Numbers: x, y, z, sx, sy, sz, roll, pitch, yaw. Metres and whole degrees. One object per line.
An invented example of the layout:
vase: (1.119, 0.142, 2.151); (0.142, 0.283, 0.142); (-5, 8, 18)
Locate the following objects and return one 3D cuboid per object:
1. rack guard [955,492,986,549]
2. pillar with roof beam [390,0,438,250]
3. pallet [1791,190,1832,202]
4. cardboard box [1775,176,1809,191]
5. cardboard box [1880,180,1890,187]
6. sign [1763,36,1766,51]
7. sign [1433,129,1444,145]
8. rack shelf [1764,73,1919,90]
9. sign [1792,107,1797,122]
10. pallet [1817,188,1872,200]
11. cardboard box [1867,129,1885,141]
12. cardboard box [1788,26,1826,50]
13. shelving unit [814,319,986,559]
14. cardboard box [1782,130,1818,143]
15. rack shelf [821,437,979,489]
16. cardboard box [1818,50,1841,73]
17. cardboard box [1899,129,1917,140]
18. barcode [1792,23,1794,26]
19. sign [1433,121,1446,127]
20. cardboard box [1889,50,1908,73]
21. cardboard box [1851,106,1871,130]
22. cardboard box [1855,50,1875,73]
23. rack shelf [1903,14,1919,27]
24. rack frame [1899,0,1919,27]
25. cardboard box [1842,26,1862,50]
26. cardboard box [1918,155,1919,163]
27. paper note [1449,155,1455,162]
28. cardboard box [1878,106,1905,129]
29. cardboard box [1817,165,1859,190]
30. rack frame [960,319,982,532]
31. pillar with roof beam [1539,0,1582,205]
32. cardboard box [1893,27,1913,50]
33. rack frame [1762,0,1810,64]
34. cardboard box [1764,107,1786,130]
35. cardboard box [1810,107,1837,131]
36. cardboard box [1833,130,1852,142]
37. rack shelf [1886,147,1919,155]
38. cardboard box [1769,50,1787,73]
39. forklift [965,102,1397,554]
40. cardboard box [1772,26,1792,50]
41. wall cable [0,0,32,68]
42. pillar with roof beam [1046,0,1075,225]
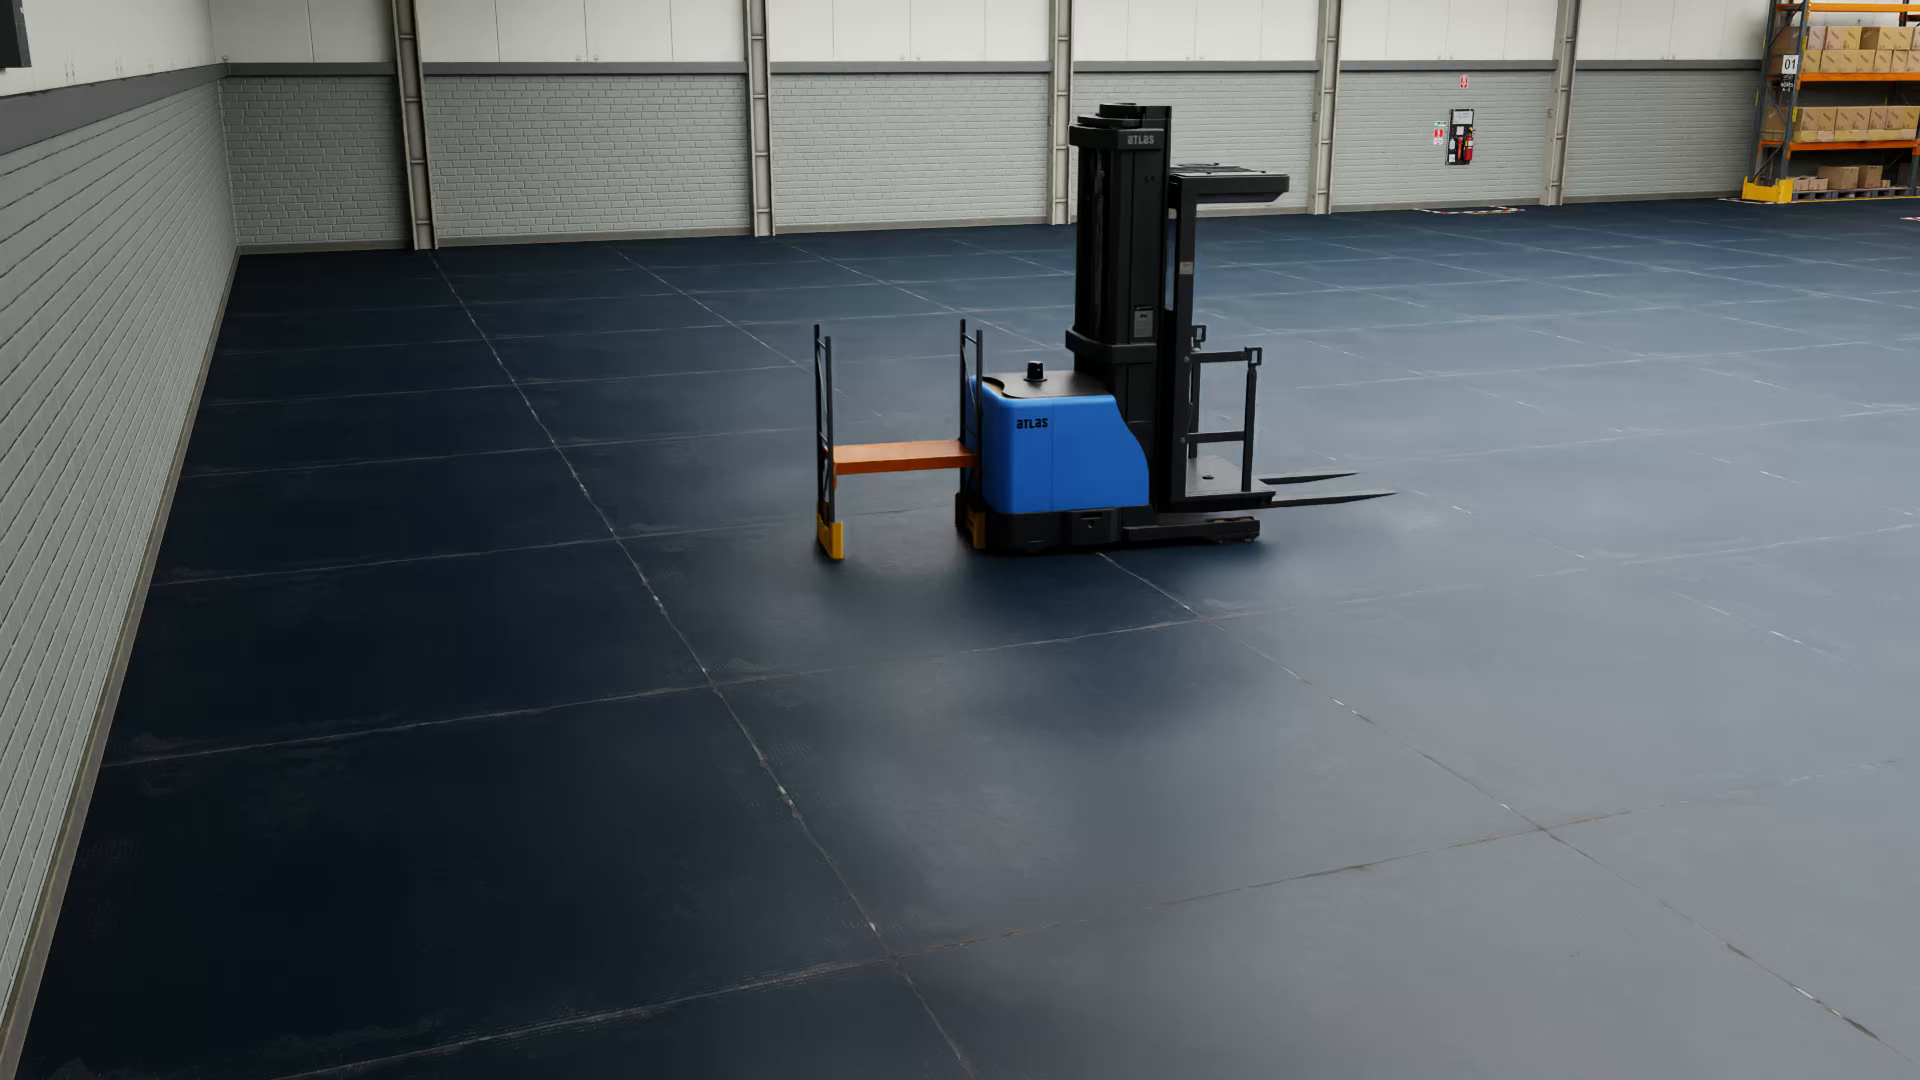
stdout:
rack guard: (0.072, -0.140, 11.633); (0.087, 0.250, 0.587); (-4, 17, -13)
pillar with roof beam: (-7.720, -8.241, 23.690); (0.400, 9.000, 9.100); (-6, 17, -20)
pallet: (19.251, -7.964, 38.343); (1.213, 0.211, 1.003); (-6, 17, -20)
cardboard box: (19.088, -8.189, 38.151); (0.500, 0.311, 0.500); (-8, 18, -26)
cardboard box: (21.656, -8.415, 39.177); (0.250, 0.166, 0.380); (-9, 18, -27)
sign: (18.229, -11.234, 37.634); (0.005, 0.325, 0.100); (-6, 17, -20)
sign: (10.276, -8.664, 35.716); (0.234, 0.329, 0.001); (-6, 17, -20)
rack shelf: (20.277, -10.517, 38.043); (4.000, 0.370, 1.077); (-6, 17, -20)
sign: (18.604, -9.494, 37.069); (0.005, 0.325, 0.100); (-6, 17, -20)
pallet: (20.389, -8.086, 38.759); (1.213, 0.211, 1.003); (-6, 17, -20)
cardboard box: (20.878, -9.332, 38.285); (0.500, 0.250, 0.500); (-6, 17, -20)
cardboard box: (18.856, -11.173, 37.012); (0.500, 0.500, 0.500); (-8, 18, -24)
shelving unit: (-0.411, -0.706, 11.341); (1.083, 1.500, 0.587); (-4, 17, -13)
cardboard box: (18.979, -9.125, 37.579); (0.500, 0.250, 0.500); (-7, 18, -22)
rack shelf: (-0.419, -0.533, 11.389); (1.000, 0.185, 0.538); (-4, 17, -13)
cardboard box: (19.325, -10.731, 37.281); (0.500, 0.500, 0.500); (-5, 17, -16)
cardboard box: (21.811, -9.435, 38.635); (0.500, 0.250, 0.500); (-6, 17, -20)
barcode: (18.893, -11.680, 37.707); (0.075, 0.075, 0.001); (-6, 17, -20)
sign: (10.284, -8.917, 35.635); (0.331, 0.109, 0.001); (-6, 17, -20)
cardboard box: (21.284, -10.958, 38.054); (0.500, 0.500, 0.500); (-8, 18, -25)
cardboard box: (20.390, -9.641, 38.005); (0.500, 0.500, 0.500); (-6, 17, -18)
cardboard box: (20.301, -10.844, 37.666); (0.500, 0.500, 0.500); (-5, 17, -17)
rack shelf: (24.012, -12.168, 39.050); (4.000, 0.370, 1.077); (-6, 17, -20)
rack frame: (22.144, -12.503, 38.205); (0.127, 3.000, 1.000); (-6, 17, -20)
cardboard box: (19.817, -11.265, 37.324); (0.500, 0.500, 0.500); (-6, 17, -19)
cardboard box: (23.236, -9.120, 39.657); (0.500, 0.250, 0.500); (-7, 18, -21)
paper note: (10.639, -8.253, 35.944); (0.142, 0.148, 0.016); (-6, 17, -20)
cardboard box: (21.350, -9.742, 38.347); (0.500, 0.500, 0.500); (-6, 17, -20)
cardboard box: (20.323, -8.398, 38.527); (0.500, 0.500, 0.700); (-7, 18, -24)
rack frame: (0.074, -0.740, 11.457); (0.032, 1.500, 0.500); (-4, 17, -13)
pillar with roof beam: (14.691, -10.661, 31.930); (0.400, 9.000, 9.100); (-6, 17, -20)
cardboard box: (21.263, -11.421, 37.856); (0.500, 0.500, 0.500); (-5, 17, -17)
rack frame: (18.409, -12.100, 36.832); (0.127, 3.000, 1.000); (-6, 17, -20)
cardboard box: (18.773, -9.623, 37.942); (0.500, 0.500, 0.500); (-6, 18, -21)
cardboard box: (19.428, -9.535, 37.645); (0.500, 0.500, 0.500); (-6, 17, -20)
cardboard box: (19.936, -9.231, 37.939); (0.500, 0.250, 0.500); (-6, 18, -21)
rack shelf: (24.012, -9.481, 39.839); (4.000, 0.370, 1.077); (-6, 17, -20)
cardboard box: (18.708, -10.827, 37.608); (0.500, 0.500, 0.500); (-5, 17, -16)
forklift: (1.598, -1.519, 11.569); (3.031, 2.935, 1.130); (-4, 17, -13)
cardboard box: (18.718, -11.310, 37.479); (0.500, 0.500, 0.500); (-5, 17, -18)
wall cable: (-4.595, -5.268, 7.530); (0.169, 6.003, 2.305); (-6, 17, -20)
pillar with roof beam: (3.486, -9.451, 27.810); (0.400, 9.000, 9.100); (-6, 17, -20)
